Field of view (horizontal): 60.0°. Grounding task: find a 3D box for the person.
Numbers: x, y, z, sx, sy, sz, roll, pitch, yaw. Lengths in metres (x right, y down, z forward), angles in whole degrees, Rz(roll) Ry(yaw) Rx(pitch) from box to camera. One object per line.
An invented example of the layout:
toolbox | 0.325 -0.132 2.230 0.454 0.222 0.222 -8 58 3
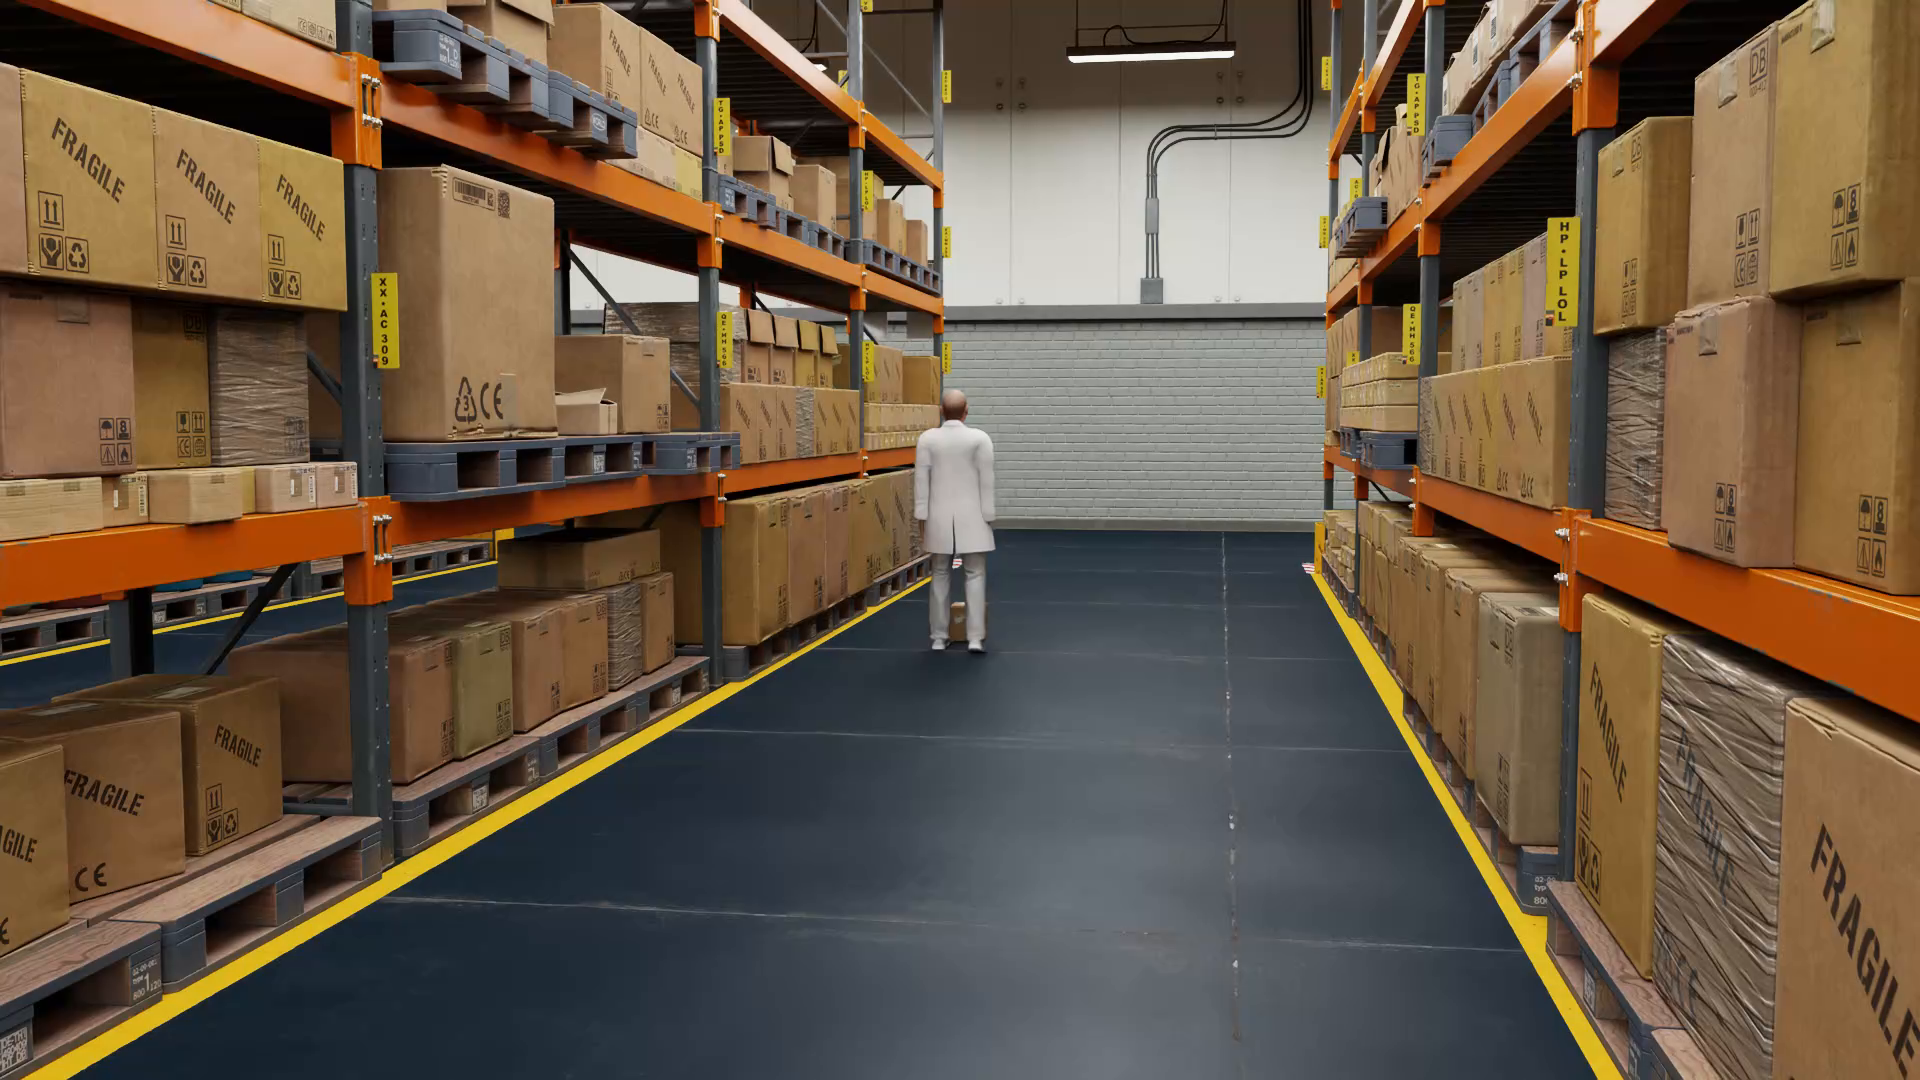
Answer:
person | -0.035 -0.108 11.370 0.563 1.786 0.424 1 4 10
